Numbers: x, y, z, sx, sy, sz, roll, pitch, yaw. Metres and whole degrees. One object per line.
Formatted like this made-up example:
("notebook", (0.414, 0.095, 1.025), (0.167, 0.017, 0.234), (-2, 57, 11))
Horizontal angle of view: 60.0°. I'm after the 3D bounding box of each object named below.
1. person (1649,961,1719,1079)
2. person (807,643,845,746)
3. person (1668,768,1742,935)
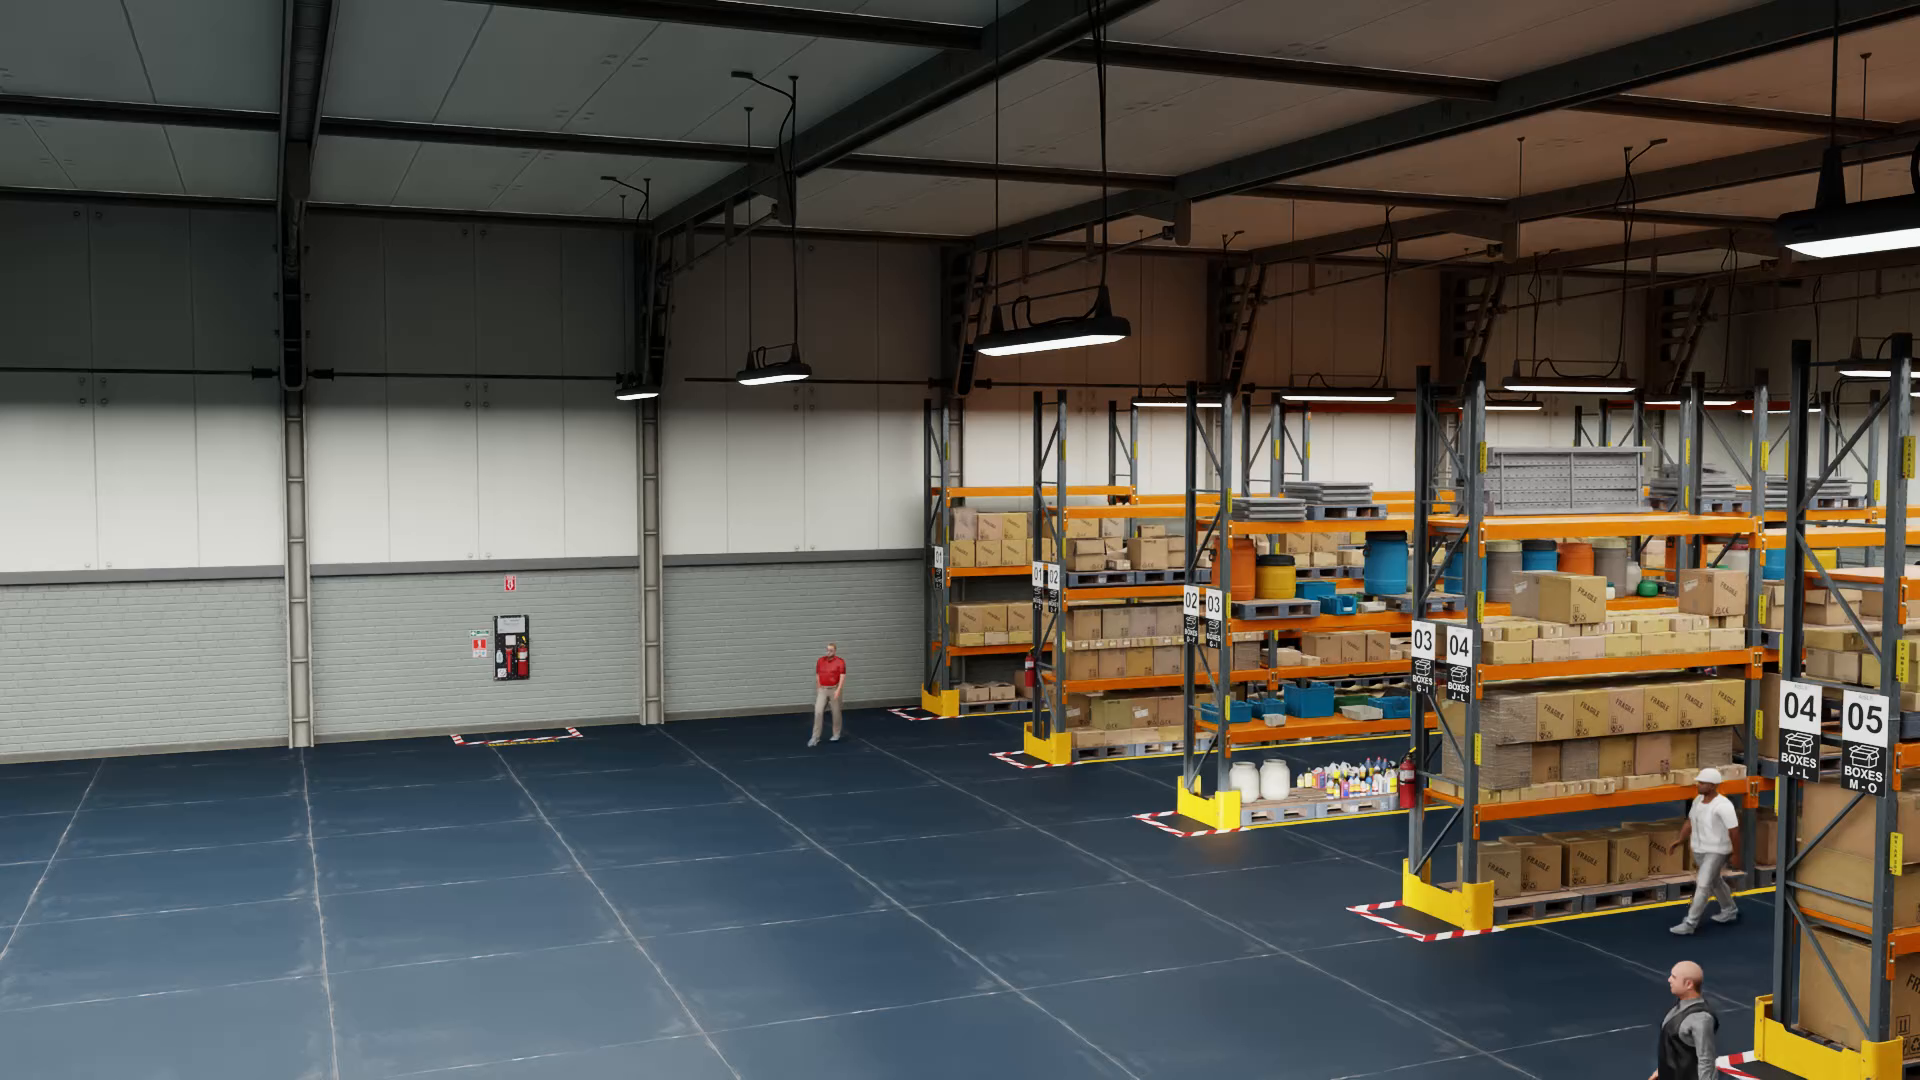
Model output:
("person", (4.773, 3.648, 11.077), (0.845, 1.692, 0.574), (0, 3, 7))
("person", (-2.265, 2.619, 28.477), (0.594, 1.703, 0.824), (0, 3, 7))
("person", (7.845, 3.254, 17.536), (1.078, 1.702, 0.675), (-2, 4, -24))
